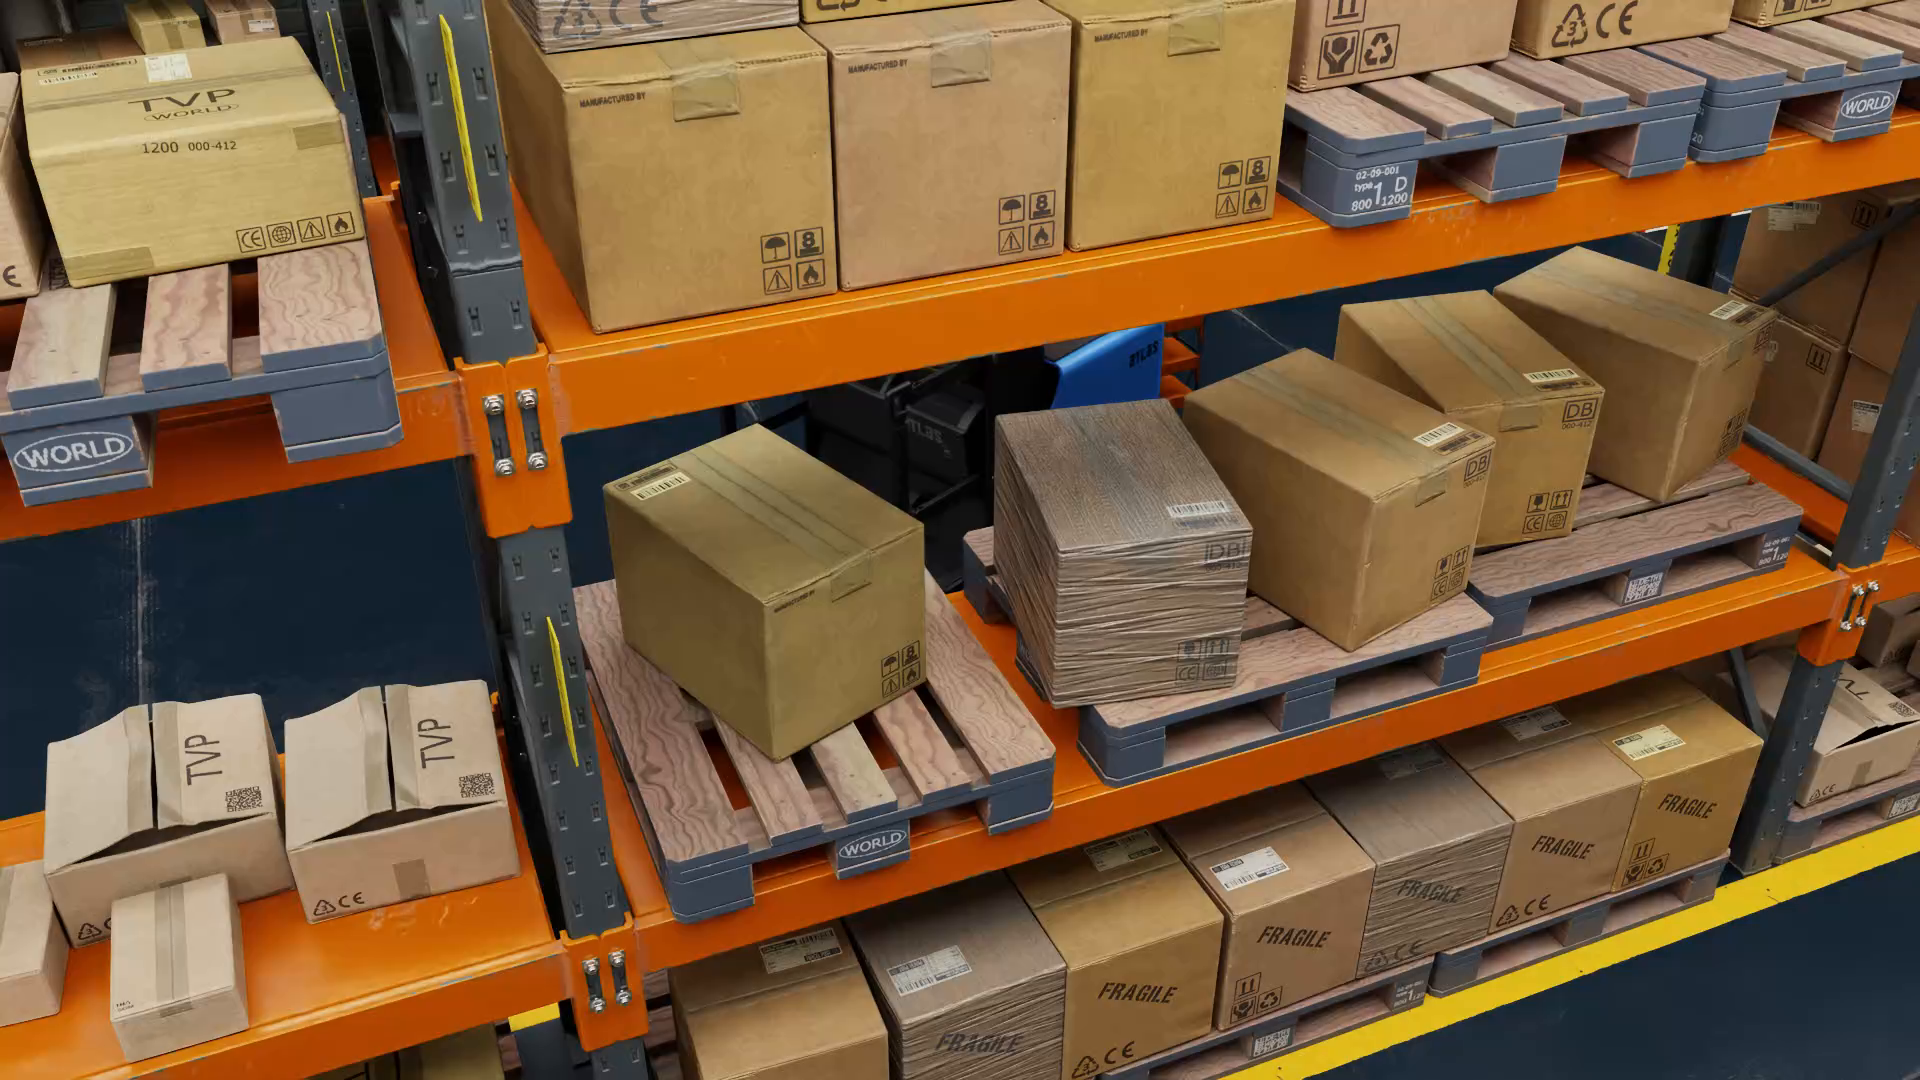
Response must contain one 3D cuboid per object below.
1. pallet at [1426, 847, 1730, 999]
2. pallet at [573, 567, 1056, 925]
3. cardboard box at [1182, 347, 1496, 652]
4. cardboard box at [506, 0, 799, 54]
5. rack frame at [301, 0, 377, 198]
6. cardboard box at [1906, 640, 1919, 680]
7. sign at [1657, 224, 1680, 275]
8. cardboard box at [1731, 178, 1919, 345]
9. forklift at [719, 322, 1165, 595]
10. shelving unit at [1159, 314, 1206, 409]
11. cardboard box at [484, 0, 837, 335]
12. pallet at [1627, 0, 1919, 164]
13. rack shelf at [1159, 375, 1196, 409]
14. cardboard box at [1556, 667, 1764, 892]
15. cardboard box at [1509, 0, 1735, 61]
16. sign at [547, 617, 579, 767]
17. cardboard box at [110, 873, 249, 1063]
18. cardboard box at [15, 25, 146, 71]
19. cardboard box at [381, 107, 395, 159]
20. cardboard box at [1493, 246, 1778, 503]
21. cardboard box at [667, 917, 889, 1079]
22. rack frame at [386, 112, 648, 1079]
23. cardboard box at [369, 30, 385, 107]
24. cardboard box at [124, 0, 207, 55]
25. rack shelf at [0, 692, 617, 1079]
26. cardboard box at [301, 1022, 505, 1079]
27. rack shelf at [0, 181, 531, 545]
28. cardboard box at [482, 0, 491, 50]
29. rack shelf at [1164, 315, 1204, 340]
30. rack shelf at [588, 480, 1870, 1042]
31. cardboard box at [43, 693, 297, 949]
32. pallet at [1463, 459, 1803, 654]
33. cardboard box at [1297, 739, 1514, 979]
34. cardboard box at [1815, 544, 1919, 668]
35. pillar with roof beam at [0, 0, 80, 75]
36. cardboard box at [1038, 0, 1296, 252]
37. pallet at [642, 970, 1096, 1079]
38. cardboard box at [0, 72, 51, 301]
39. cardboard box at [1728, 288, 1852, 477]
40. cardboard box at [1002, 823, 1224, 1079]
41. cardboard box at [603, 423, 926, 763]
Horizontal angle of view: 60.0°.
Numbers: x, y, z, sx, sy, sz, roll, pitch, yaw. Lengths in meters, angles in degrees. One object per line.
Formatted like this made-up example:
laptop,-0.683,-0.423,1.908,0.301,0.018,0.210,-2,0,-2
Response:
pallet,1.911,1.039,5.959,1.213,0.211,1.003,-13,35,-19
pallet,-0.444,0.426,4.521,1.003,0.211,1.213,-13,35,-19
cardboard box,1.041,-0.134,4.729,0.500,0.500,0.700,-23,39,-31
cardboard box,-0.637,-1.283,3.213,0.500,0.500,0.500,-13,35,-19
rack frame,-2.963,-1.966,8.021,0.127,3.000,1.000,-13,35,-19
cardboard box,3.911,0.515,6.402,0.250,0.166,0.380,-13,35,-19
sign,2.429,-0.954,5.673,0.005,0.325,0.100,-13,35,-19
cardboard box,3.012,-1.018,5.556,0.500,0.500,0.500,-13,35,-19
forklift,-0.423,-0.938,6.504,1.130,2.935,3.031,26,41,34
shelving unit,0.891,-0.892,8.021,0.503,1.200,0.258,-15,36,-22
cardboard box,-0.653,-0.884,3.516,0.500,0.500,0.910,-13,35,-19
pallet,2.018,-1.396,4.568,1.003,0.211,1.213,-13,35,-19
rack shelf,0.891,-0.669,8.166,0.480,0.148,0.258,-15,36,-22
cardboard box,2.302,0.791,5.672,0.500,0.500,0.500,-13,35,-19
cardboard box,1.546,-1.616,4.164,0.600,0.600,0.600,-13,35,-19
sign,-0.824,0.317,3.450,0.005,0.325,0.100,-13,35,-19
cardboard box,-1.764,0.958,3.757,0.250,0.149,0.380,-13,35,-19
cardboard box,-3.897,-1.956,7.511,0.500,0.500,0.700,-16,36,-23
cardboard box,-2.762,-2.067,8.388,0.250,0.149,0.380,-12,35,-18
cardboard box,2.123,-0.551,5.369,0.500,0.500,0.700,-26,41,-34
cardboard box,-0.512,1.435,4.683,0.500,0.500,0.500,-11,35,-17
rack frame,-1.042,0.524,4.194,0.127,3.000,1.000,-13,35,-19
cardboard box,-2.630,-2.373,8.264,0.500,0.500,0.500,-13,35,-19
cardboard box,-3.560,-2.301,7.446,0.250,0.149,0.380,-19,38,-27
rack shelf,-2.886,1.248,3.741,4.000,0.370,1.077,-13,35,-19
cardboard box,-1.430,1.500,4.316,0.500,0.311,0.500,-12,35,-18
rack shelf,-2.886,-0.009,2.923,4.000,0.370,1.077,-13,35,-19
cardboard box,-2.418,-2.428,7.660,0.500,0.250,0.500,-12,35,-18
rack shelf,0.891,-1.023,7.936,0.480,0.148,0.258,-15,36,-22
rack shelf,0.802,0.403,5.039,4.000,0.370,1.077,-13,35,-19
cardboard box,-1.942,0.653,4.078,0.500,0.311,0.500,-13,35,-19
pallet,1.867,-0.126,5.369,1.213,0.211,1.003,-13,35,-19
cardboard box,1.381,0.997,5.356,0.500,0.500,0.500,-12,35,-18
cardboard box,3.753,0.201,6.753,0.500,0.311,0.500,-13,35,-19
pillar with roof beam,-2.830,-2.476,3.305,0.400,9.000,9.100,-13,35,-19
cardboard box,0.297,-1.102,3.851,0.500,0.500,0.910,-13,35,-19
pallet,-0.339,1.554,5.168,1.213,0.211,1.003,-13,35,-19
cardboard box,-1.915,-0.602,2.928,0.500,0.250,0.500,-12,35,-18
cardboard box,3.008,-0.597,5.825,0.500,0.500,0.500,-12,35,-18
cardboard box,0.433,1.218,5.016,0.500,0.500,0.500,-13,35,-20
cardboard box,-0.505,0.117,4.344,0.500,0.500,0.700,-26,41,-34
